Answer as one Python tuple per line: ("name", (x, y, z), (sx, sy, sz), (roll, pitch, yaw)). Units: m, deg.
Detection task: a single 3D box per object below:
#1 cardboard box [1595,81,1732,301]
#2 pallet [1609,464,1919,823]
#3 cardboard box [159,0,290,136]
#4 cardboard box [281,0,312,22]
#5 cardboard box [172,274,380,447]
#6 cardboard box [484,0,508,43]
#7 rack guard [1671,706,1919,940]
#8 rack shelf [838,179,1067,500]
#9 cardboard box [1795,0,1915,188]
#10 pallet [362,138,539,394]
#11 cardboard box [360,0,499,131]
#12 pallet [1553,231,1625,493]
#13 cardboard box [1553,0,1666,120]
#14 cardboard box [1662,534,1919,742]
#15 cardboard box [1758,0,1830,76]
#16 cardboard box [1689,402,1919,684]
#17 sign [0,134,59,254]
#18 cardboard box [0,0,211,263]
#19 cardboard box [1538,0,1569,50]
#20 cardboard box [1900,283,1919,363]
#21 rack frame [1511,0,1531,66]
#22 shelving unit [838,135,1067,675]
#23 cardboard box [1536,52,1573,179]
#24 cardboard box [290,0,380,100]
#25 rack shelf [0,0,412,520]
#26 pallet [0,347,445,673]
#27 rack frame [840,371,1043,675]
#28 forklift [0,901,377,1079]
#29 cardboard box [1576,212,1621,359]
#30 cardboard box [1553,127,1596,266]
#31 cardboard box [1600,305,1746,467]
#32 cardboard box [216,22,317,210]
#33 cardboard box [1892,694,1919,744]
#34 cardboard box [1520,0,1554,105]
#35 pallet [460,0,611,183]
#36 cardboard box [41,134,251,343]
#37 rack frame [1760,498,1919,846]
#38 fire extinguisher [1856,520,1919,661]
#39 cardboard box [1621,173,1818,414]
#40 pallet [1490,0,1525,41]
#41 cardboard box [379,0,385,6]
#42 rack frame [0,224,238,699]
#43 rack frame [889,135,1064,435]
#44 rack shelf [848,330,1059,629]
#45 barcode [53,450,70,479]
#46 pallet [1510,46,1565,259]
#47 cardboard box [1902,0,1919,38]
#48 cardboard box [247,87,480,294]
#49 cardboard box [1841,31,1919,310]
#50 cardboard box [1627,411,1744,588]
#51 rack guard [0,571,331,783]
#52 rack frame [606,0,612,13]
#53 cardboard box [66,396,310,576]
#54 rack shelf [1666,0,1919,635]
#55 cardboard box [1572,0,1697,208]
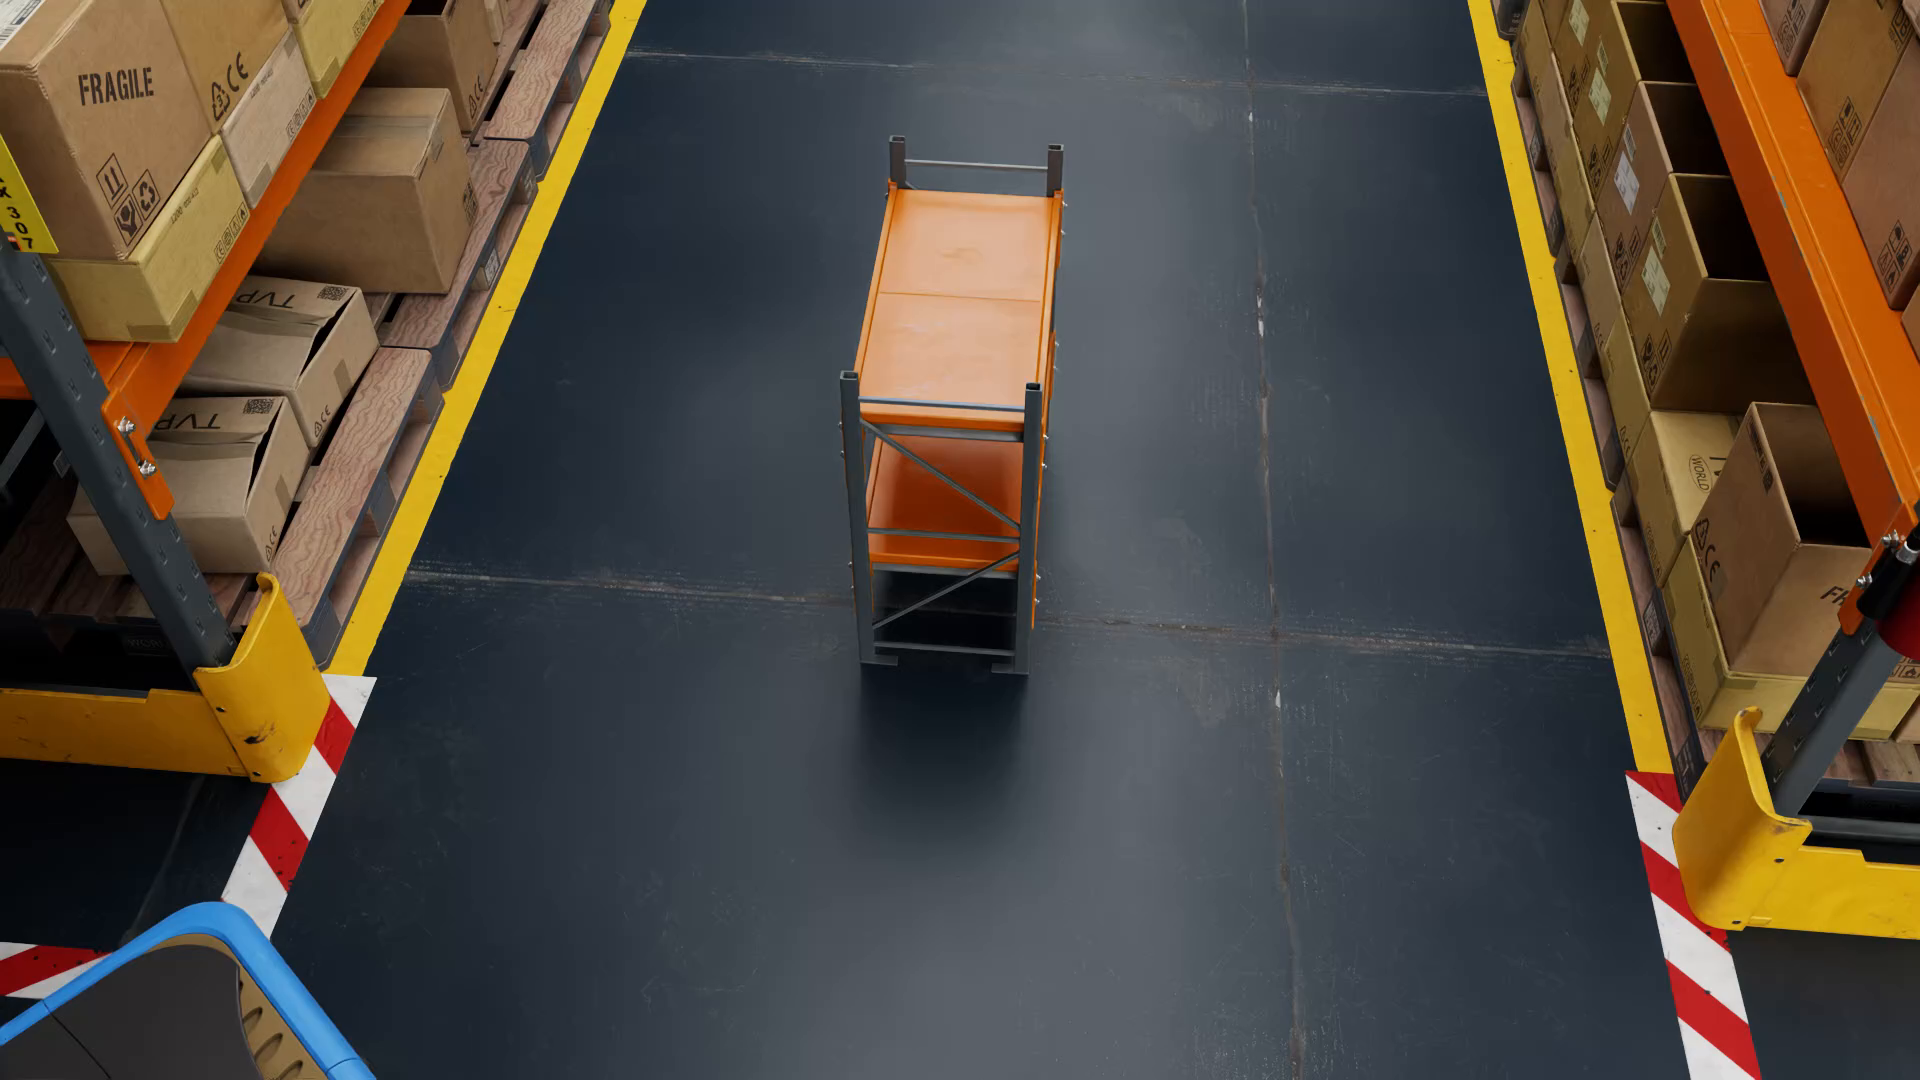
("cardboard box", (2.385, -1.095, 5.289), (0.500, 0.500, 0.500), (4, 48, 4))
("pallet", (2.537, 0.265, 4.864), (1.003, 0.211, 1.213), (4, 48, 4))
("cardboard box", (-2.027, -1.344, 4.026), (0.500, 0.500, 0.500), (4, 48, 4))
("cardboard box", (-1.973, -1.723, 4.373), (0.500, 0.500, 0.500), (2, 48, 2))
("cardboard box", (-2.220, -0.604, 5.293), (0.500, 0.311, 0.500), (7, 48, 7))
("cardboard box", (-2.079, -2.178, 6.831), (0.380, 0.166, 0.250), (-2, 48, -2))
("rack guard", (2.507, 0.750, 4.225), (1.175, 0.500, 0.348), (4, 48, 4))
("rack shelf", (0.001, -0.582, 4.623), (0.538, 0.278, 1.000), (4, 48, 4))
("cardboard box", (2.658, -1.238, 4.282), (0.700, 0.500, 0.500), (4, 48, 4))
("pallet", (-2.194, -1.045, 6.063), (1.003, 0.211, 1.213), (4, 48, 4))
("cardboard box", (-2.115, -1.920, 6.369), (0.500, 0.500, 0.500), (1, 48, 1))
("pallet", (2.651, -0.629, 5.682), (1.003, 0.211, 1.213), (4, 48, 4))
("cardboard box", (2.482, -1.830, 5.961), (0.500, 0.500, 0.500), (4, 48, 4))
("cardboard box", (2.264, 0.261, 4.557), (0.500, 0.250, 0.500), (4, 48, 4))
("cardboard box", (2.703, -1.625, 4.636), (0.700, 0.500, 0.500), (5, 48, 5))
("cardboard box", (2.262, 0.008, 4.281), (0.500, 0.500, 0.500), (4, 48, 4))
("sign", (-1.884, -0.697, 3.268), (0.100, 0.325, 0.005), (4, 48, 4))
("cardboard box", (-2.082, -0.981, 3.695), (0.500, 0.500, 0.500), (4, 48, 4))
("cardboard box", (2.519, -2.198, 6.298), (0.500, 0.500, 0.500), (4, 48, 4))
("cardboard box", (2.564, -0.487, 3.595), (0.700, 0.500, 0.500), (4, 48, 4))
("rack frame", (2.874, -3.050, 6.007), (1.000, 3.000, 0.127), (4, 48, 4))
("shelving unit", (0.001, -0.385, 4.839), (0.538, 1.125, 1.048), (4, 48, 4))
("cardboard box", (2.479, -1.577, 6.238), (0.500, 0.250, 0.500), (4, 48, 4))
("cardboard box", (-1.978, -1.491, 4.669), (0.500, 0.250, 0.500), (3, 48, 3))
("rack shelf", (-2.242, -1.668, 5.231), (1.077, 0.370, 4.000), (4, 48, 4))
("pallet", (-2.308, -0.151, 5.245), (1.003, 0.211, 1.213), (4, 48, 4))
("rack frame", (-0.046, -0.011, 4.498), (0.500, 1.125, 0.032), (4, 48, 4))
("forklift", (-2.151, 1.419, 1.965), (3.031, 2.935, 1.130), (-36, 57, -28))
("cardboard box", (2.388, -0.842, 5.566), (0.500, 0.250, 0.500), (4, 48, 4))
("cardboard box", (2.428, -1.210, 5.902), (0.500, 0.250, 0.500), (4, 48, 4))
("cardboard box", (2.341, -0.475, 5.230), (0.500, 0.250, 0.500), (4, 48, 4))
("cardboard box", (-2.031, -1.117, 4.327), (0.500, 0.250, 0.500), (3, 48, 2))
("cardboard box", (2.779, 0.296, 4.525), (0.500, 0.250, 0.500), (4, 48, 4))
("cardboard box", (2.529, -1.944, 6.574), (0.500, 0.250, 0.500), (4, 48, 4))
("pallet", (-2.086, -1.944, 6.885), (1.003, 0.211, 1.213), (4, 48, 4))
("cardboard box", (-2.064, -0.735, 3.977), (0.500, 0.250, 0.500), (3, 48, 2))
("rack frame", (2.509, -0.111, 3.319), (1.000, 3.000, 0.127), (4, 48, 4))
("fire extinguisher", (2.036, -0.029, 3.297), (0.296, 0.674, 0.183), (4, 48, 4))
("cardboard box", (2.338, -0.728, 4.954), (0.500, 0.500, 0.500), (4, 48, 4))
("pallet", (2.902, -2.653, 7.534), (1.003, 0.211, 1.213), (4, 48, 4))
("cardboard box", (-1.930, -1.863, 5.009), (0.500, 0.250, 0.500), (4, 48, 4))
("rack frame", (-2.424, -0.442, 3.621), (1.000, 3.000, 0.127), (4, 48, 4))
("rack frame", (0.047, -0.758, 5.181), (0.500, 1.125, 0.032), (4, 48, 4))
("rack shelf", (0.001, -0.220, 5.020), (0.538, 0.278, 1.000), (4, 48, 4))
("barcode", (-2.668, -0.228, 4.944), (0.001, 0.075, 0.075), (4, 48, 4))
("pallet", (2.759, -1.528, 6.504), (1.003, 0.211, 1.213), (4, 48, 4))
("cardboard box", (2.425, -1.222, 3.828), (0.380, 0.149, 0.250), (4, 48, 4))
("cardboard box", (-2.103, -1.203, 5.714), (0.700, 0.500, 0.500), (1, 48, 1))
("cardboard box", (2.607, -0.873, 3.948), (0.700, 0.500, 0.500), (5, 48, 5))
("cardboard box", (2.297, -0.107, 4.894), (0.500, 0.250, 0.500), (4, 48, 4))
("rack guard", (-2.418, 0.346, 4.594), (1.175, 0.500, 0.348), (4, 48, 4))
("rack frame", (-2.060, -3.381, 6.309), (1.000, 3.000, 0.127), (4, 48, 4))
("cardboard box", (-2.272, -0.185, 4.910), (0.500, 0.311, 0.500), (-1, 48, -1))
("rack shelf", (2.691, -1.338, 4.928), (1.077, 0.370, 4.000), (4, 48, 4))
("cardboard box", (2.428, -1.463, 5.626), (0.500, 0.500, 0.500), (4, 48, 4))
